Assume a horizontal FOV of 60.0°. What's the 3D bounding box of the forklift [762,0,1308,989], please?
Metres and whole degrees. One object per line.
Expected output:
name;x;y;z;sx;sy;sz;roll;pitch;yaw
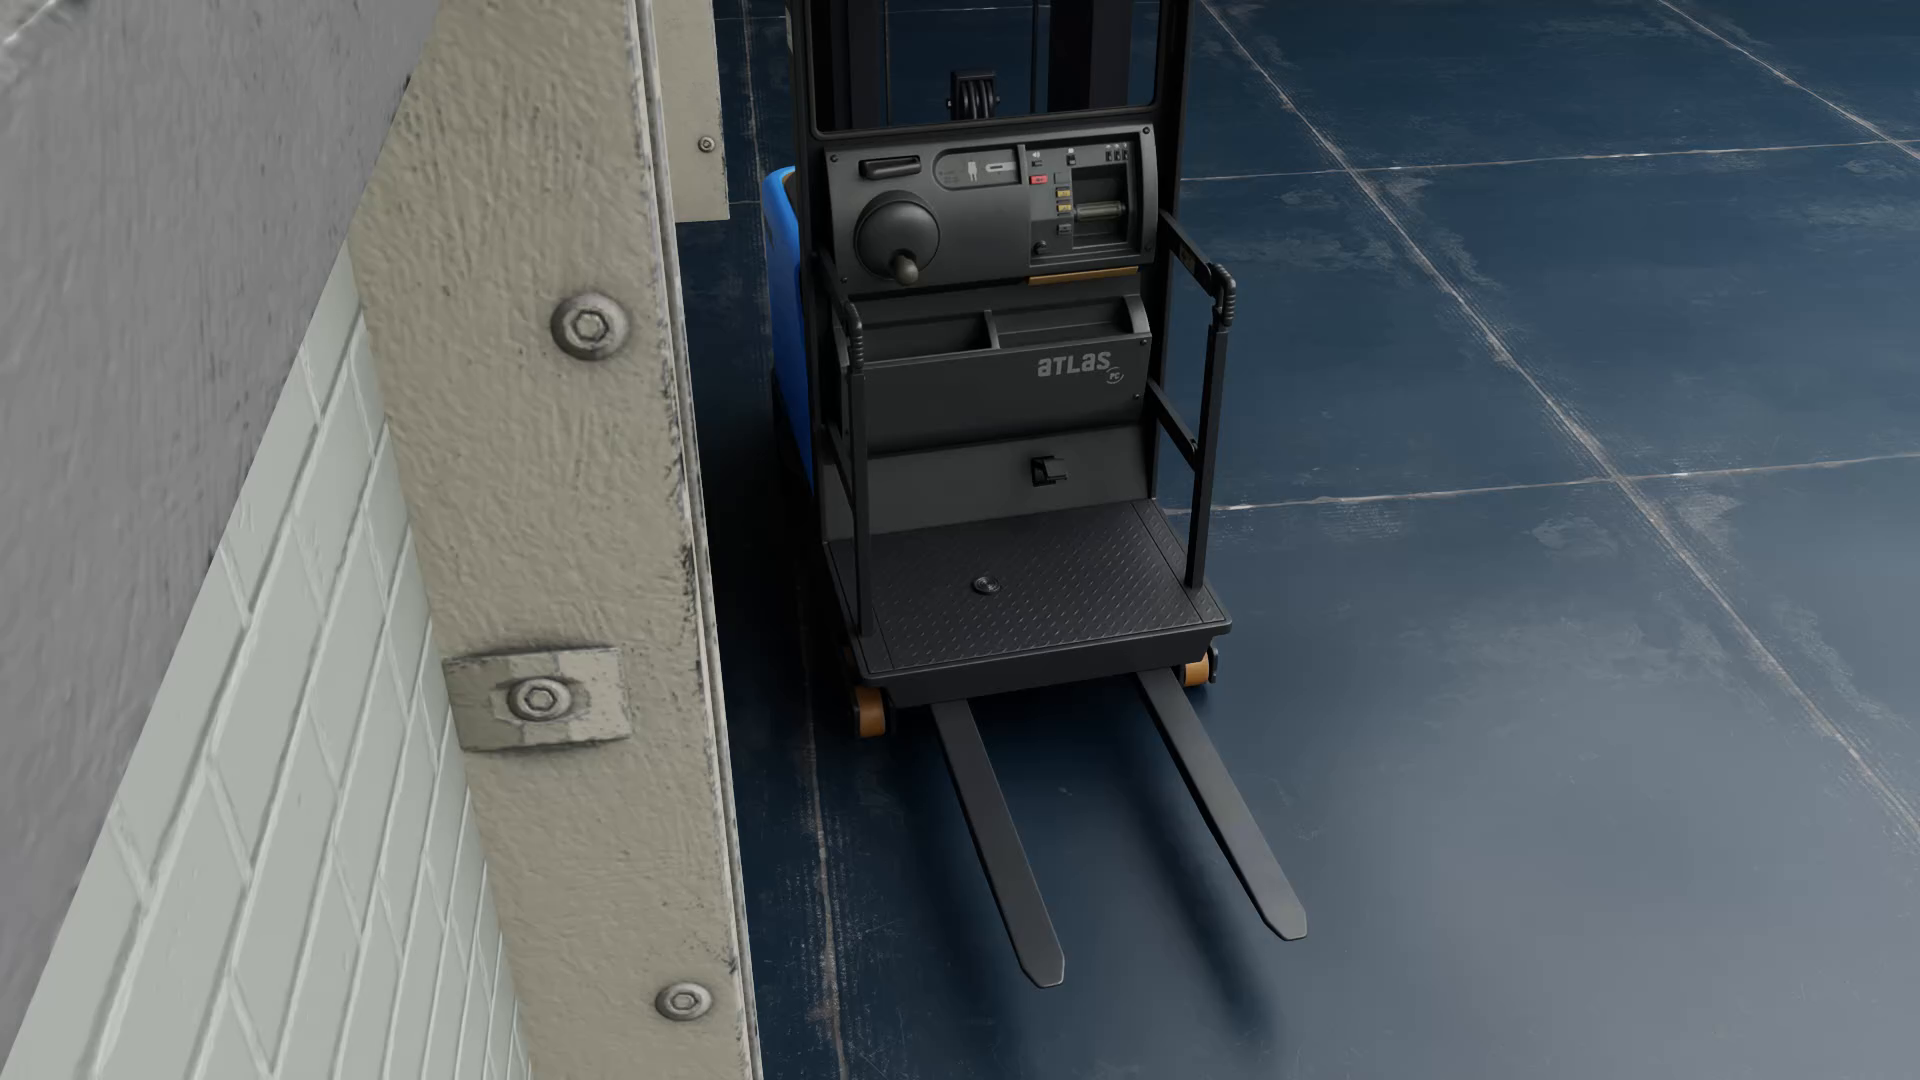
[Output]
forklift;0.149;-0.866;4.418;1.130;2.935;3.031;-8;35;-11

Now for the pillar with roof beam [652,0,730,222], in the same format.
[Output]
pillar with roof beam;2.975;-5.690;6.108;9.100;9.000;0.400;-4;35;-6
